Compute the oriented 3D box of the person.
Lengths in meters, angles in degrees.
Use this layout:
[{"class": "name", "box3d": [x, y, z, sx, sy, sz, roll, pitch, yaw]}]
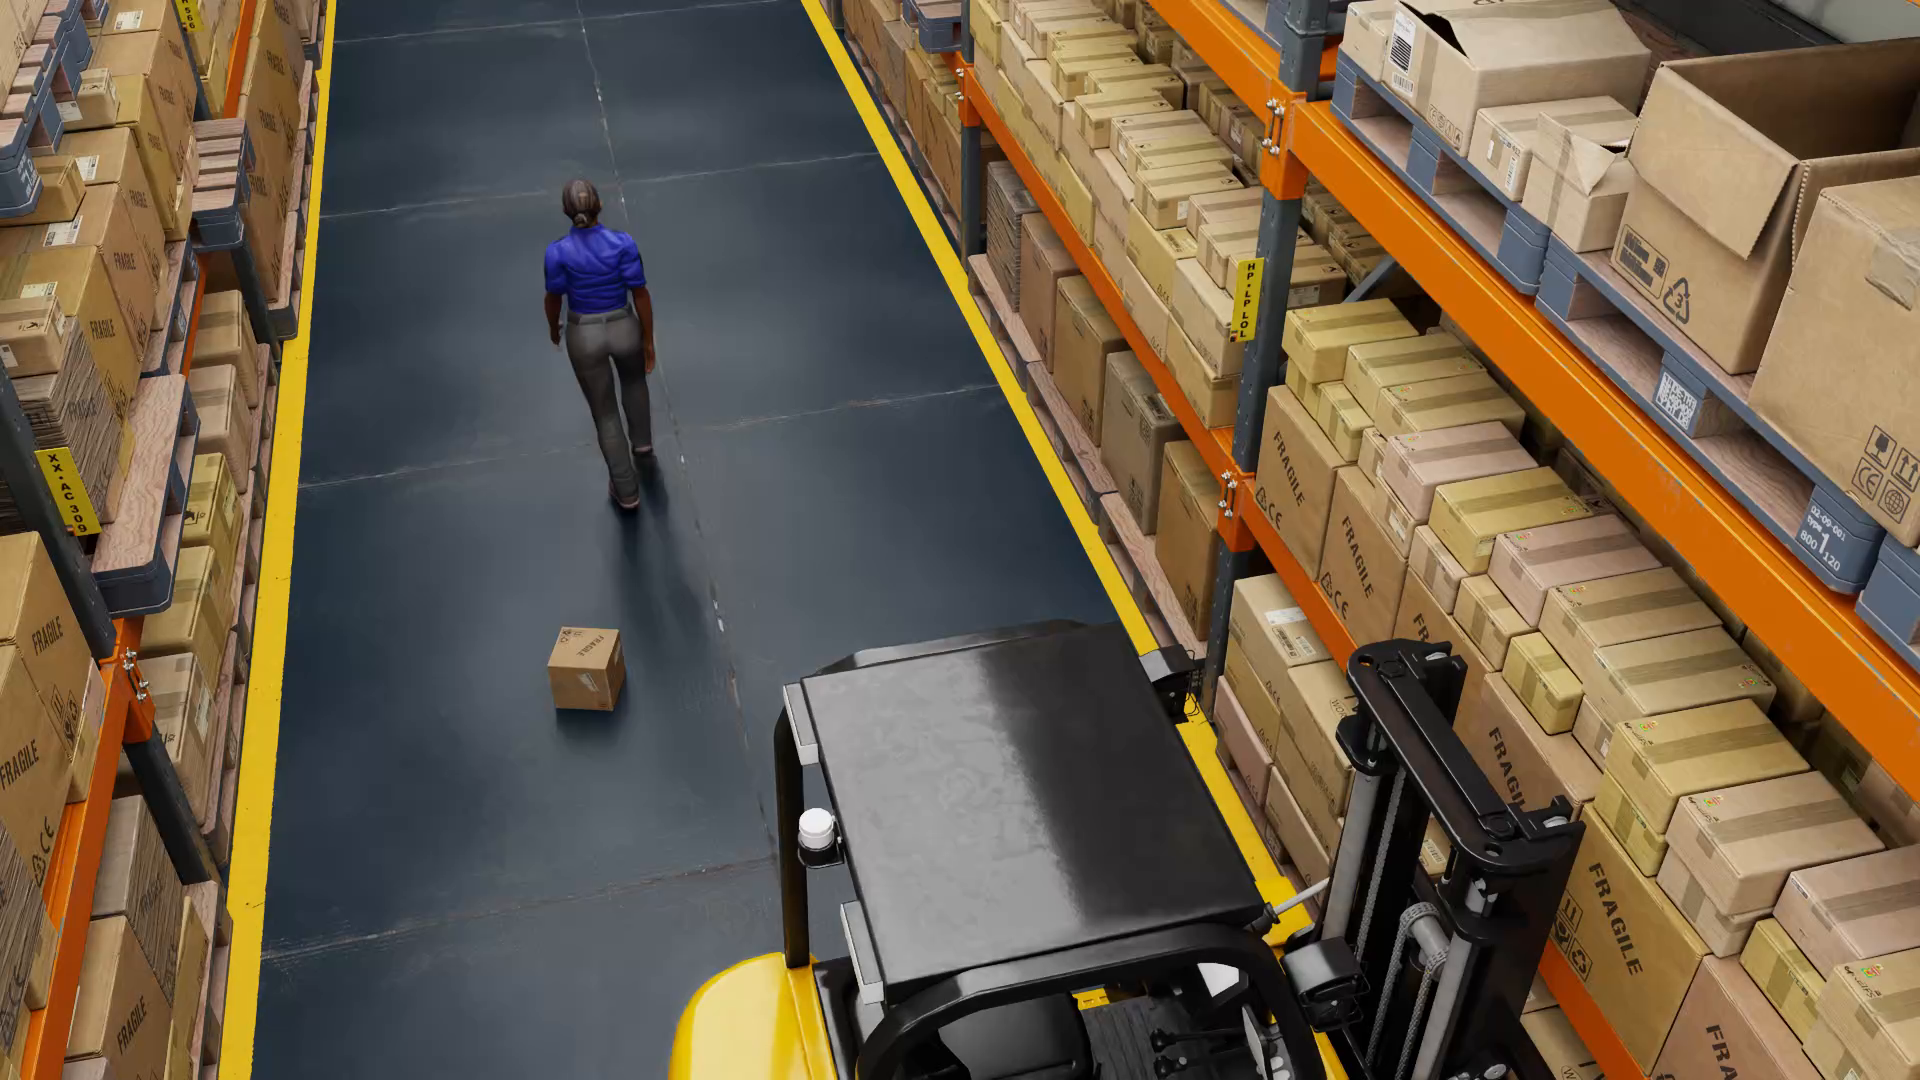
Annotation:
[{"class": "person", "box3d": [-1.700, -0.931, 7.933, 0.465, 1.730, 0.655, -14, 41, -17]}]
